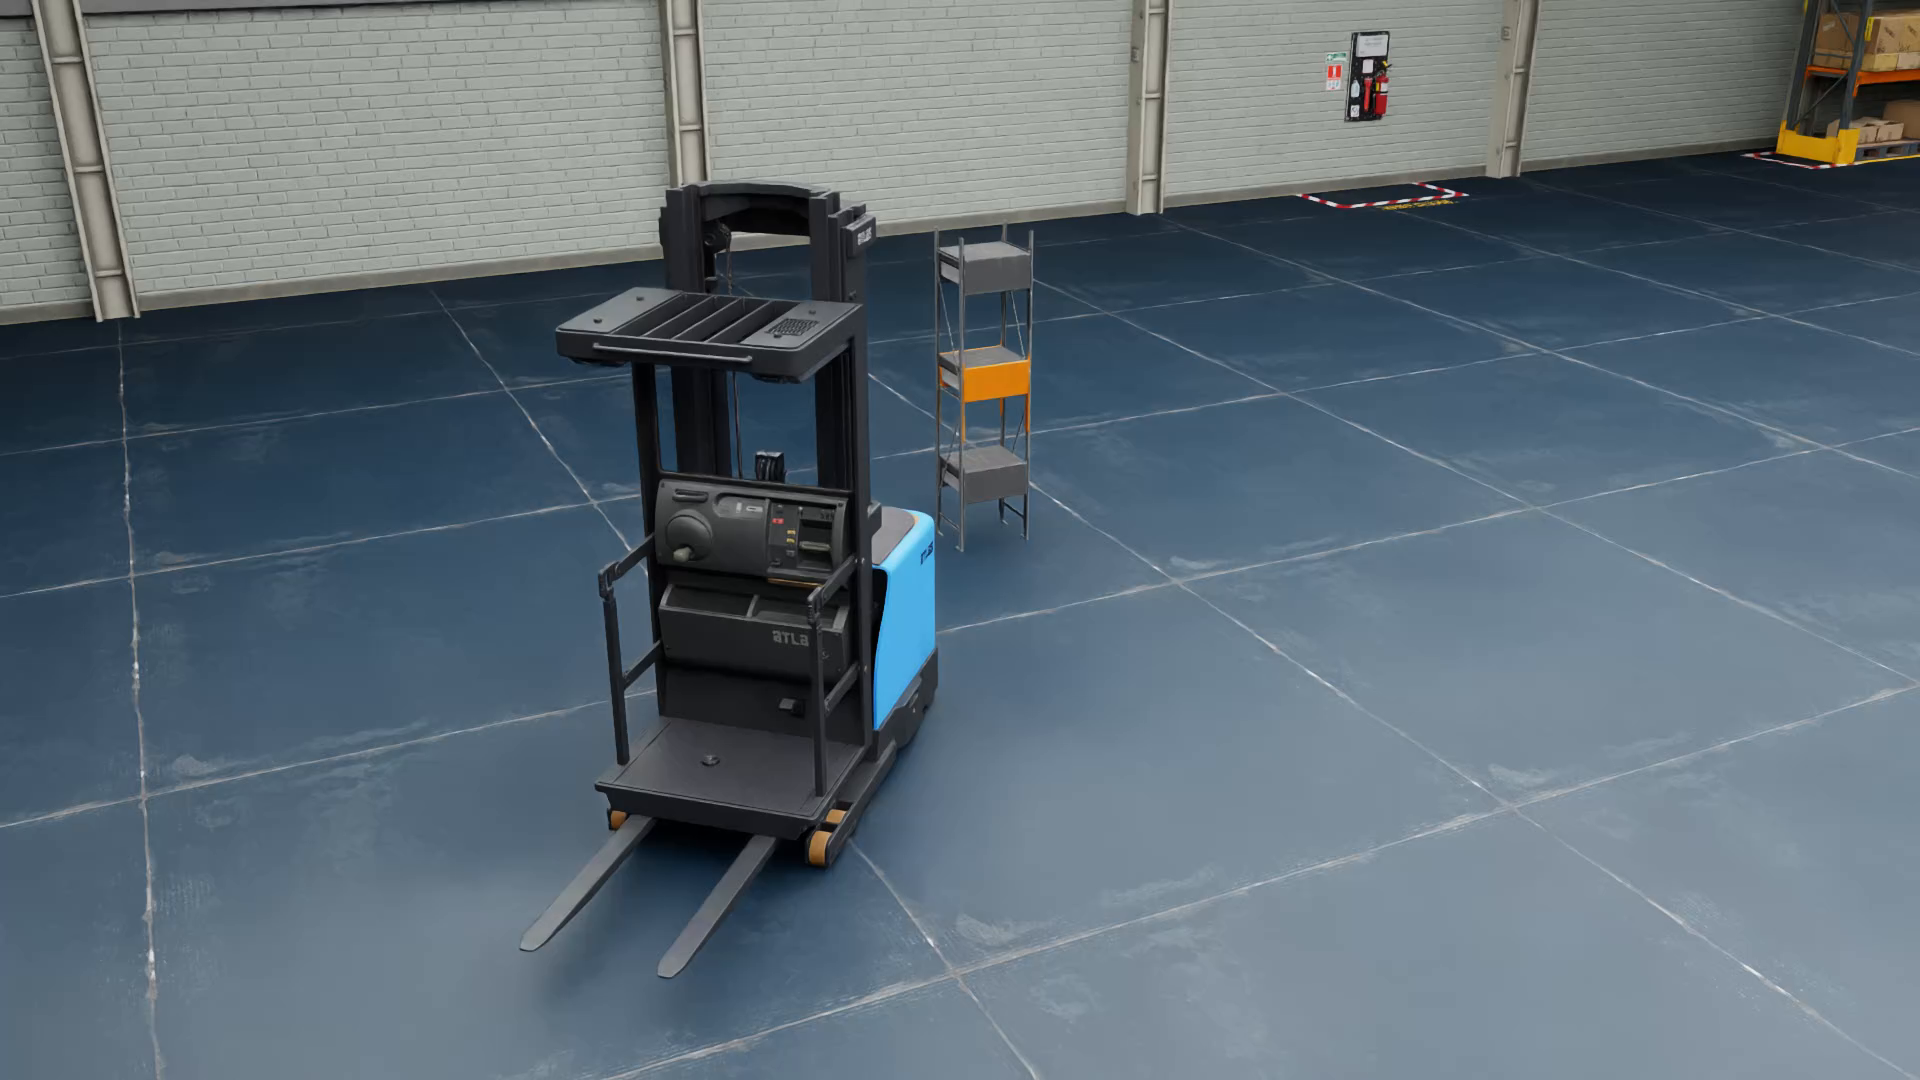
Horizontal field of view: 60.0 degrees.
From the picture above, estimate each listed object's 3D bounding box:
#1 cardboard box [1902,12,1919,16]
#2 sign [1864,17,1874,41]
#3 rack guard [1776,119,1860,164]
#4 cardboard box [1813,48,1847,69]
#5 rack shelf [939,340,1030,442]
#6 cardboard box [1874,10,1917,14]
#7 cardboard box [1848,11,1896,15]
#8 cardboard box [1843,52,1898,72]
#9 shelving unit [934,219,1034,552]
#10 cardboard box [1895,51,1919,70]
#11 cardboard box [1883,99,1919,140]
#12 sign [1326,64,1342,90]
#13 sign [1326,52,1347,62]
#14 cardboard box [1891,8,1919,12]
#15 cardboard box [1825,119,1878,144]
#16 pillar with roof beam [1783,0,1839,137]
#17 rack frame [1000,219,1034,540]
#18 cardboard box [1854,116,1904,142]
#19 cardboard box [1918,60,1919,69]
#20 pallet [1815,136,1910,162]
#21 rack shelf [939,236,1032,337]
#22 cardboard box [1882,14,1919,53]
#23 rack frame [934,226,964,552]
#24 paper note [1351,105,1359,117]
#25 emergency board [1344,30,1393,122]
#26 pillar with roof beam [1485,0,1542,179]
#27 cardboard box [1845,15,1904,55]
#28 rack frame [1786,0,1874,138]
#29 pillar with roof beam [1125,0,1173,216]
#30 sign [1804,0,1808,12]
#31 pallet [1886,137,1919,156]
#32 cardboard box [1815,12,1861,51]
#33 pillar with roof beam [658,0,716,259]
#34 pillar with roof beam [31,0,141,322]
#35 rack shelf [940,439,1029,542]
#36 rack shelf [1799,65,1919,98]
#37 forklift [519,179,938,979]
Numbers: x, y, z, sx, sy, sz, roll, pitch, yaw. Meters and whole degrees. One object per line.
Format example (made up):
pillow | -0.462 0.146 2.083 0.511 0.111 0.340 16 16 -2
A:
cardboard box | 14.411 -7.620 24.927 0.500 0.500 0.500 -11 25 -25
sign | 13.168 -7.409 24.095 0.005 0.325 0.100 -10 25 -24
rack guard | 13.001 -6.054 25.221 0.348 0.500 1.175 -10 25 -24
cardboard box | 13.269 -7.280 25.086 0.500 0.250 0.500 -10 25 -23
rack shelf | 0.149 -0.985 10.920 0.480 0.518 0.431 -10 25 -24
cardboard box | 14.187 -7.801 25.364 0.500 0.500 0.500 -11 25 -25
cardboard box | 13.723 -7.714 25.153 0.500 0.500 0.500 -10 25 -23
cardboard box | 13.510 -7.108 24.669 0.500 0.250 0.500 -11 25 -25
shelving unit | 0.149 -0.998 10.915 0.503 2.100 0.431 -10 25 -24
cardboard box | 13.971 -7.199 24.889 0.500 0.250 0.500 -11 25 -25
cardboard box | 14.791 -6.527 25.790 0.500 0.500 0.700 -12 25 -27
sign | 4.995 -6.179 22.208 0.234 0.329 0.001 -10 25 -24
sign | 5.003 -6.421 22.101 0.331 0.109 0.001 -10 25 -24
cardboard box | 14.640 -7.885 25.566 0.500 0.500 0.500 -10 25 -23
cardboard box | 13.595 -6.241 25.345 0.500 0.311 0.500 -14 26 -30
pillar with roof beam | 15.055 -8.899 20.982 0.400 9.000 9.100 -10 25 -24
rack frame | 0.369 -1.038 11.013 0.015 2.100 0.400 -10 25 -24
cardboard box | 14.108 -6.335 25.573 0.500 0.311 0.500 -8 24 -19
cardboard box | 14.433 -7.281 25.088 0.500 0.250 0.500 -11 25 -24
pallet | 13.748 -6.043 25.572 1.213 0.211 1.003 -10 25 -24
rack shelf | 0.149 -1.632 10.652 0.480 0.518 0.431 -10 25 -24
cardboard box | 13.942 -7.537 24.725 0.500 0.500 0.500 -10 25 -23
rack frame | -0.071 -0.957 10.817 0.015 2.100 0.400 -10 25 -24
paper note | 5.349 -5.806 22.505 0.142 0.148 0.016 -10 25 -24
emergency board | 5.538 -6.218 22.350 0.643 1.169 0.194 -10 25 -24
pillar with roof beam | 9.649 -7.903 18.577 0.400 9.000 9.100 -10 25 -24
cardboard box | 13.493 -7.458 24.535 0.500 0.500 0.500 -10 25 -24
rack frame | 12.932 -7.196 24.713 0.127 3.000 1.000 -10 25 -24
pillar with roof beam | 4.242 -6.908 16.173 0.400 9.000 9.100 -10 25 -24
sign | 12.710 -8.072 24.901 0.005 0.325 0.100 -10 25 -24
pallet | 14.846 -6.244 26.058 1.213 0.211 1.003 -10 25 -24
cardboard box | 13.265 -7.634 24.960 0.500 0.500 0.500 -11 25 -24
pillar with roof beam | -1.164 -5.913 13.769 0.400 9.000 9.100 -10 25 -24
pillar with roof beam | -6.570 -4.918 11.364 0.400 9.000 9.100 -10 25 -24
rack shelf | 0.149 -0.338 11.188 0.480 0.518 0.431 -10 25 -24
rack shelf | 14.734 -7.195 25.652 4.000 0.370 1.077 -10 25 -24
forklift | -1.027 -0.022 7.472 1.130 2.935 3.031 6 23 15
